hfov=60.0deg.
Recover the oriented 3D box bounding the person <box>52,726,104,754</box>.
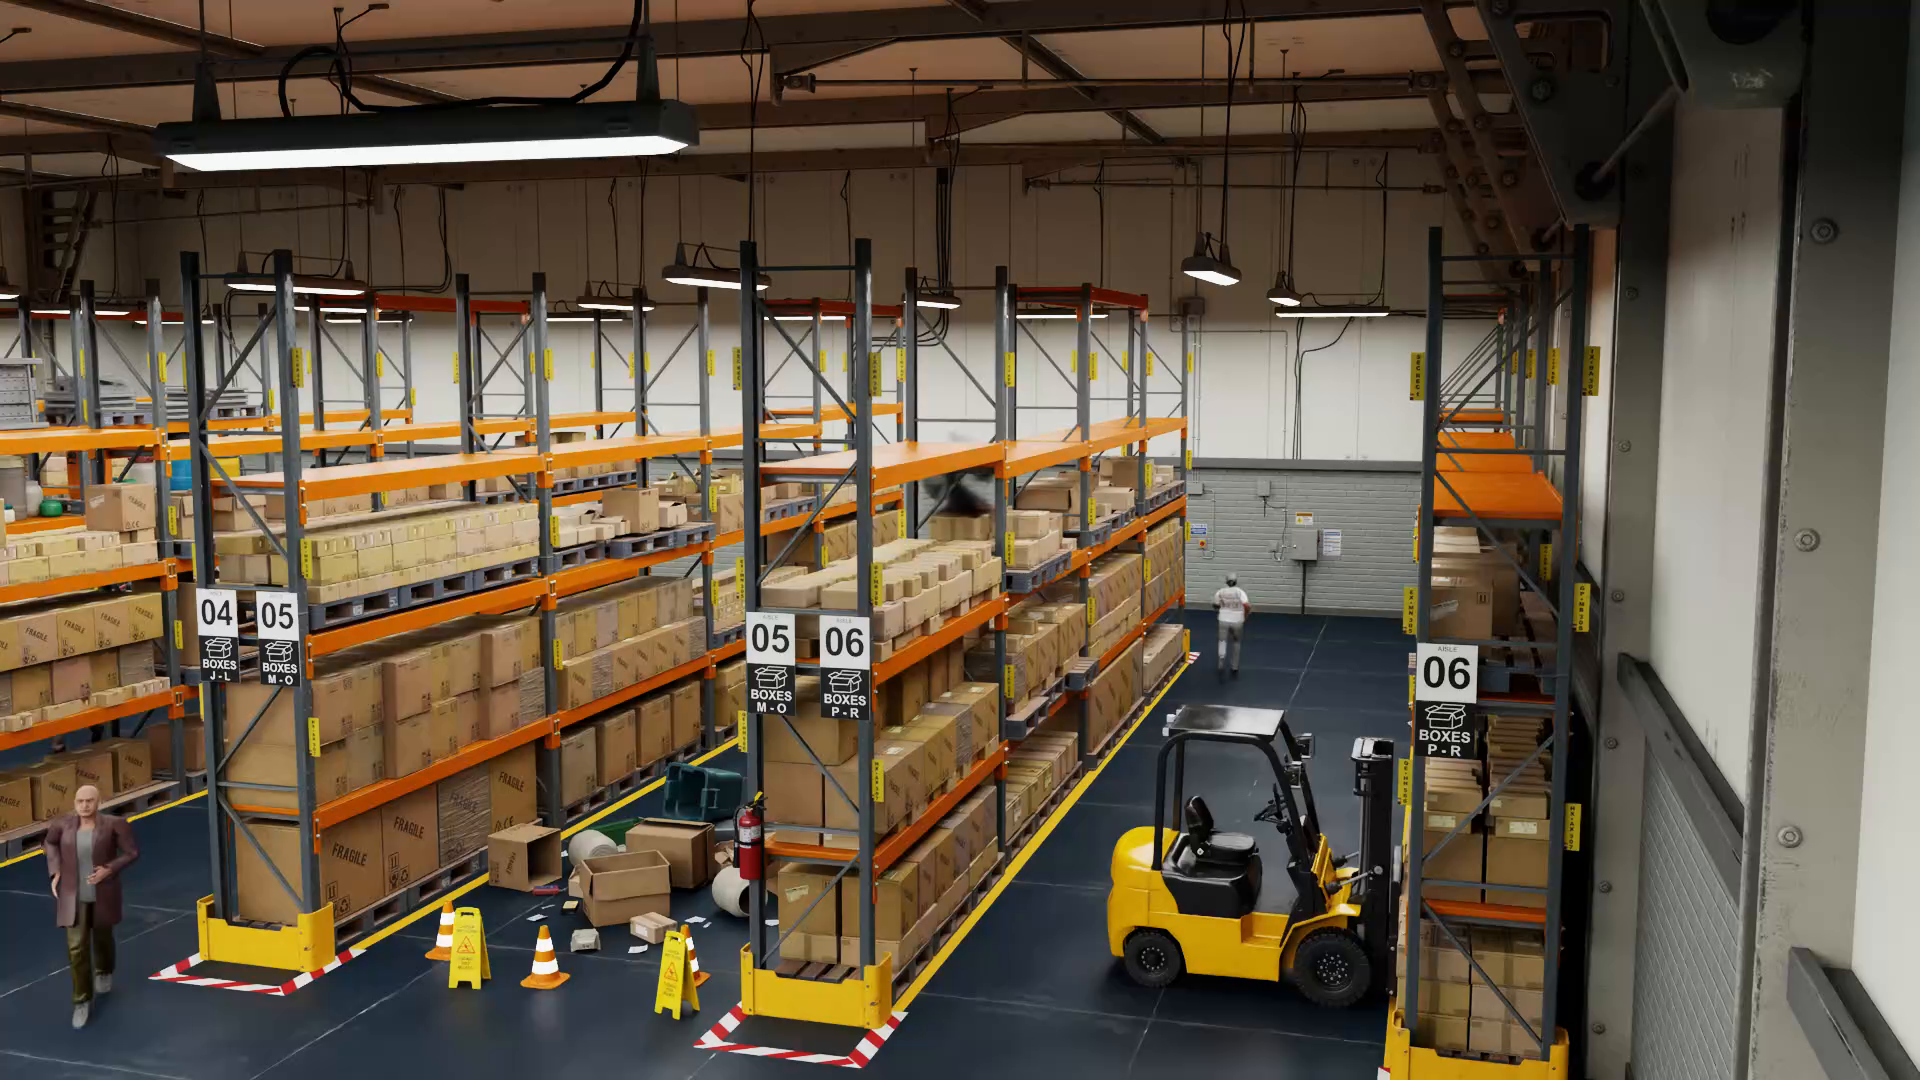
[{"bbox_3d":[-11.448,2.024,21.396,0.667,1.497,0.915,1,6,8],"label":"person"}]

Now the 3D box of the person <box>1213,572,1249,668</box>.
[{"bbox_3d":[4.381,1.315,26.897,0.586,1.579,0.659,2,7,14],"label":"person"}]

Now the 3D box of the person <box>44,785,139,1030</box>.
[{"bbox_3d":[-6.842,2.819,13.121,0.704,1.823,0.912,-2,7,-19],"label":"person"}]
